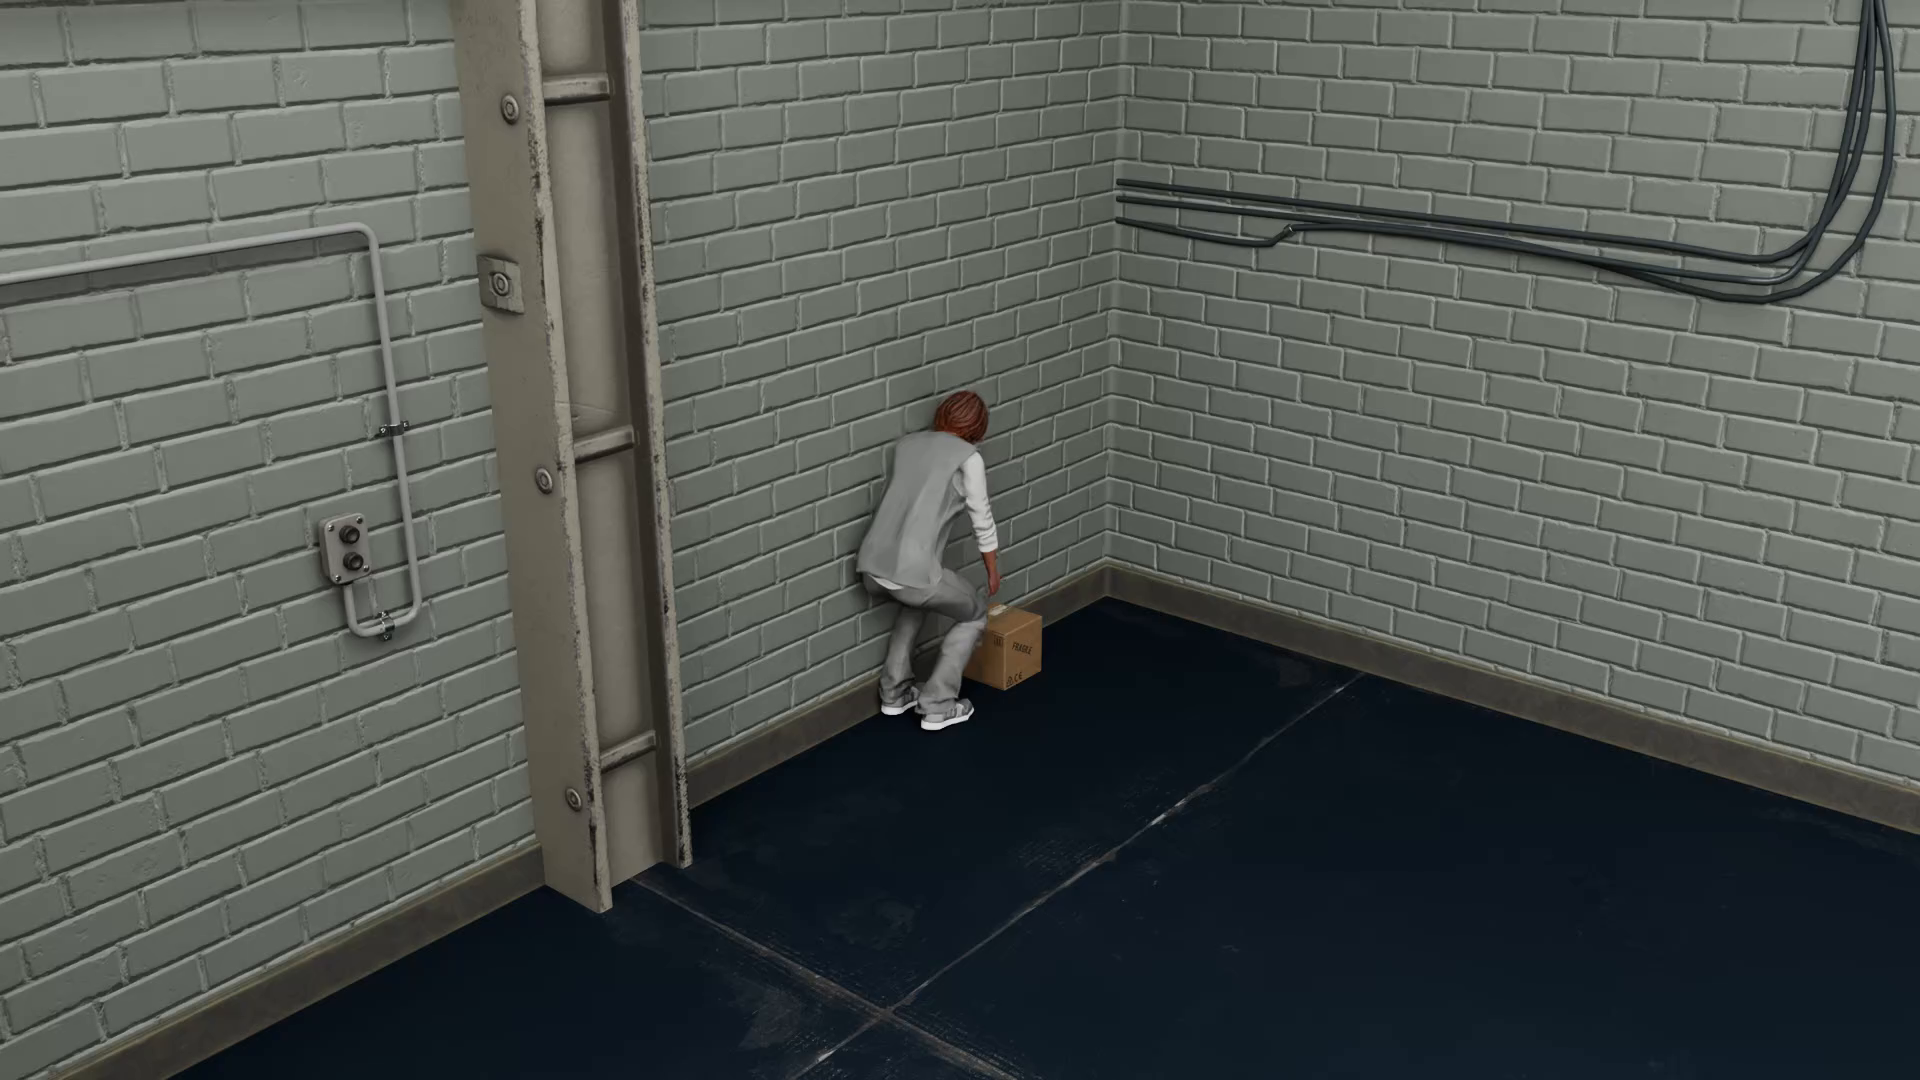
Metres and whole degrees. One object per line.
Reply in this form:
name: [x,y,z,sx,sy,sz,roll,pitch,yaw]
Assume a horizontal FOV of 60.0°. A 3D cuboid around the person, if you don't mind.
person: [-0.128,0.090,6.387,0.463,1.227,0.688,16,26,36]
